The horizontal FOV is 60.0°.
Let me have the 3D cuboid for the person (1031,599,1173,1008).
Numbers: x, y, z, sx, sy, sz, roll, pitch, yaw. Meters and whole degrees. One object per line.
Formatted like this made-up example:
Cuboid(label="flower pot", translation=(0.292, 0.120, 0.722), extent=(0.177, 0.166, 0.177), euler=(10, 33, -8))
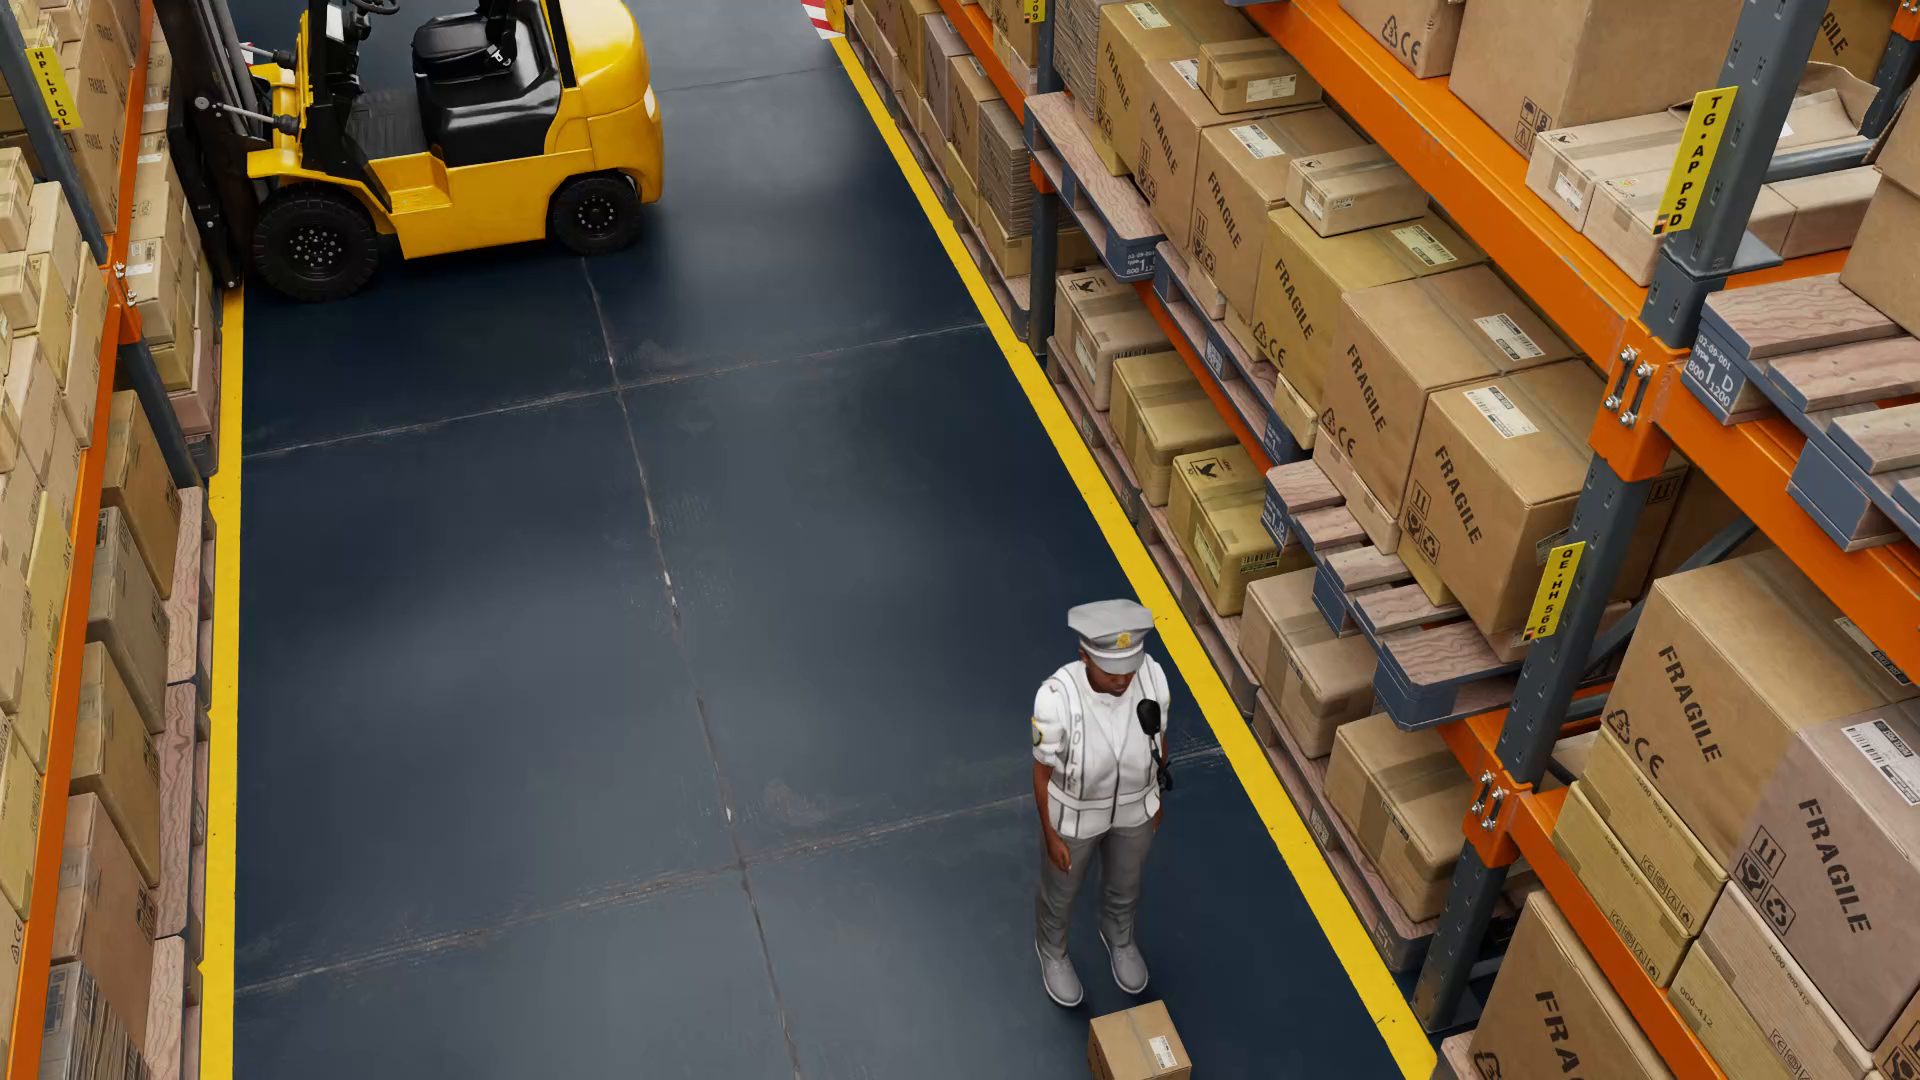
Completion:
Cuboid(label="person", translation=(0.440, 0.845, 5.216), extent=(0.445, 1.700, 0.348), euler=(-11, 44, -12))
